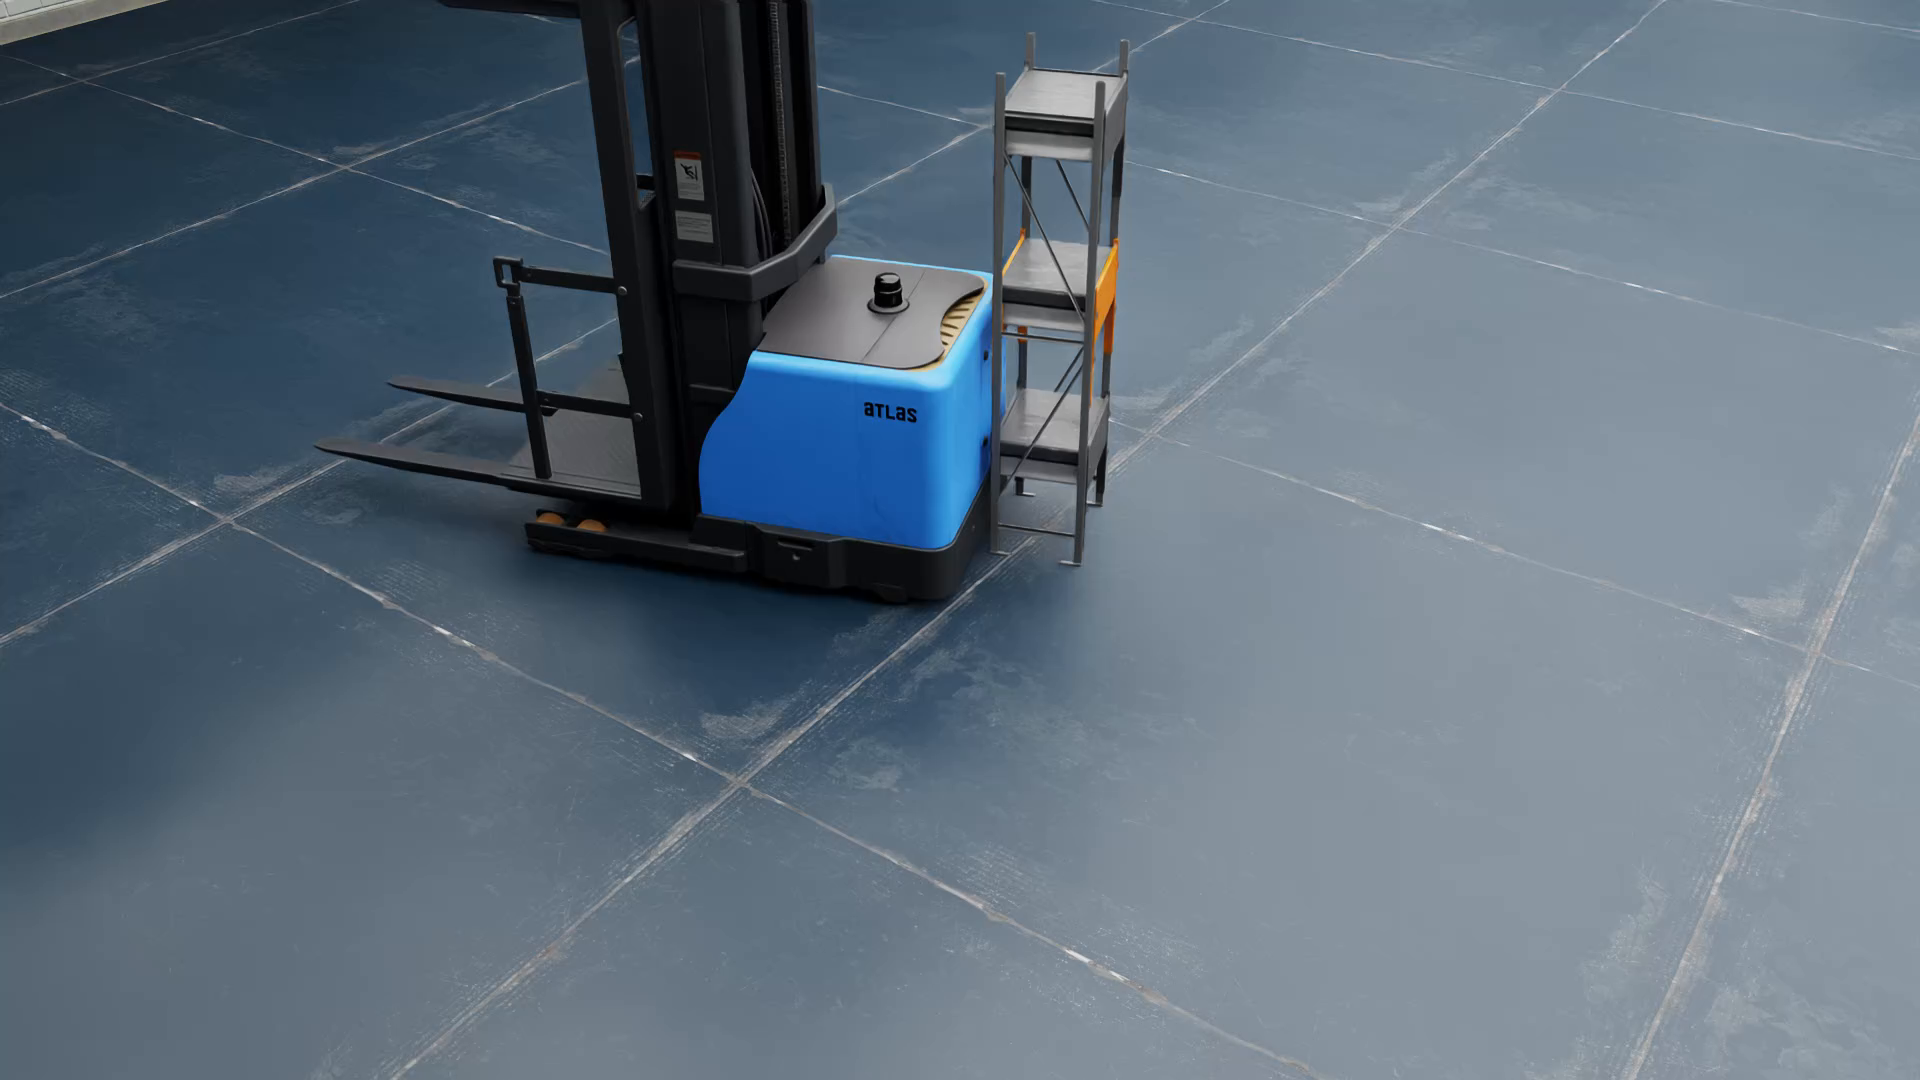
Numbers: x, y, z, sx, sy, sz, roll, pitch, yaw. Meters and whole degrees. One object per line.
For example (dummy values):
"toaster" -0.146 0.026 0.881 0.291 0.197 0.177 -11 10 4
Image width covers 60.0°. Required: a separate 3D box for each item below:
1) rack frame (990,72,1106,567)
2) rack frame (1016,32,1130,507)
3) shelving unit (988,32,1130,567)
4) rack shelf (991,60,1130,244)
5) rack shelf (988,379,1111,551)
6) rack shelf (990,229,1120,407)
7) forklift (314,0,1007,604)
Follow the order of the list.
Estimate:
"rack frame" 0.324 -0.785 6.537 0.400 2.100 0.015 8 35 12
"rack frame" 0.448 -1.050 6.928 0.400 2.100 0.015 8 35 12
"shelving unit" 0.386 -0.918 6.733 0.431 2.100 0.503 8 35 12
"rack shelf" 0.386 -1.486 6.348 0.431 0.518 0.480 8 35 12
"rack shelf" 0.386 -0.326 7.132 0.431 0.518 0.480 8 35 12
"rack shelf" 0.386 -0.906 6.740 0.431 0.518 0.480 8 35 12
"forklift" -1.363 -1.407 6.715 3.031 2.935 1.130 9 35 13
